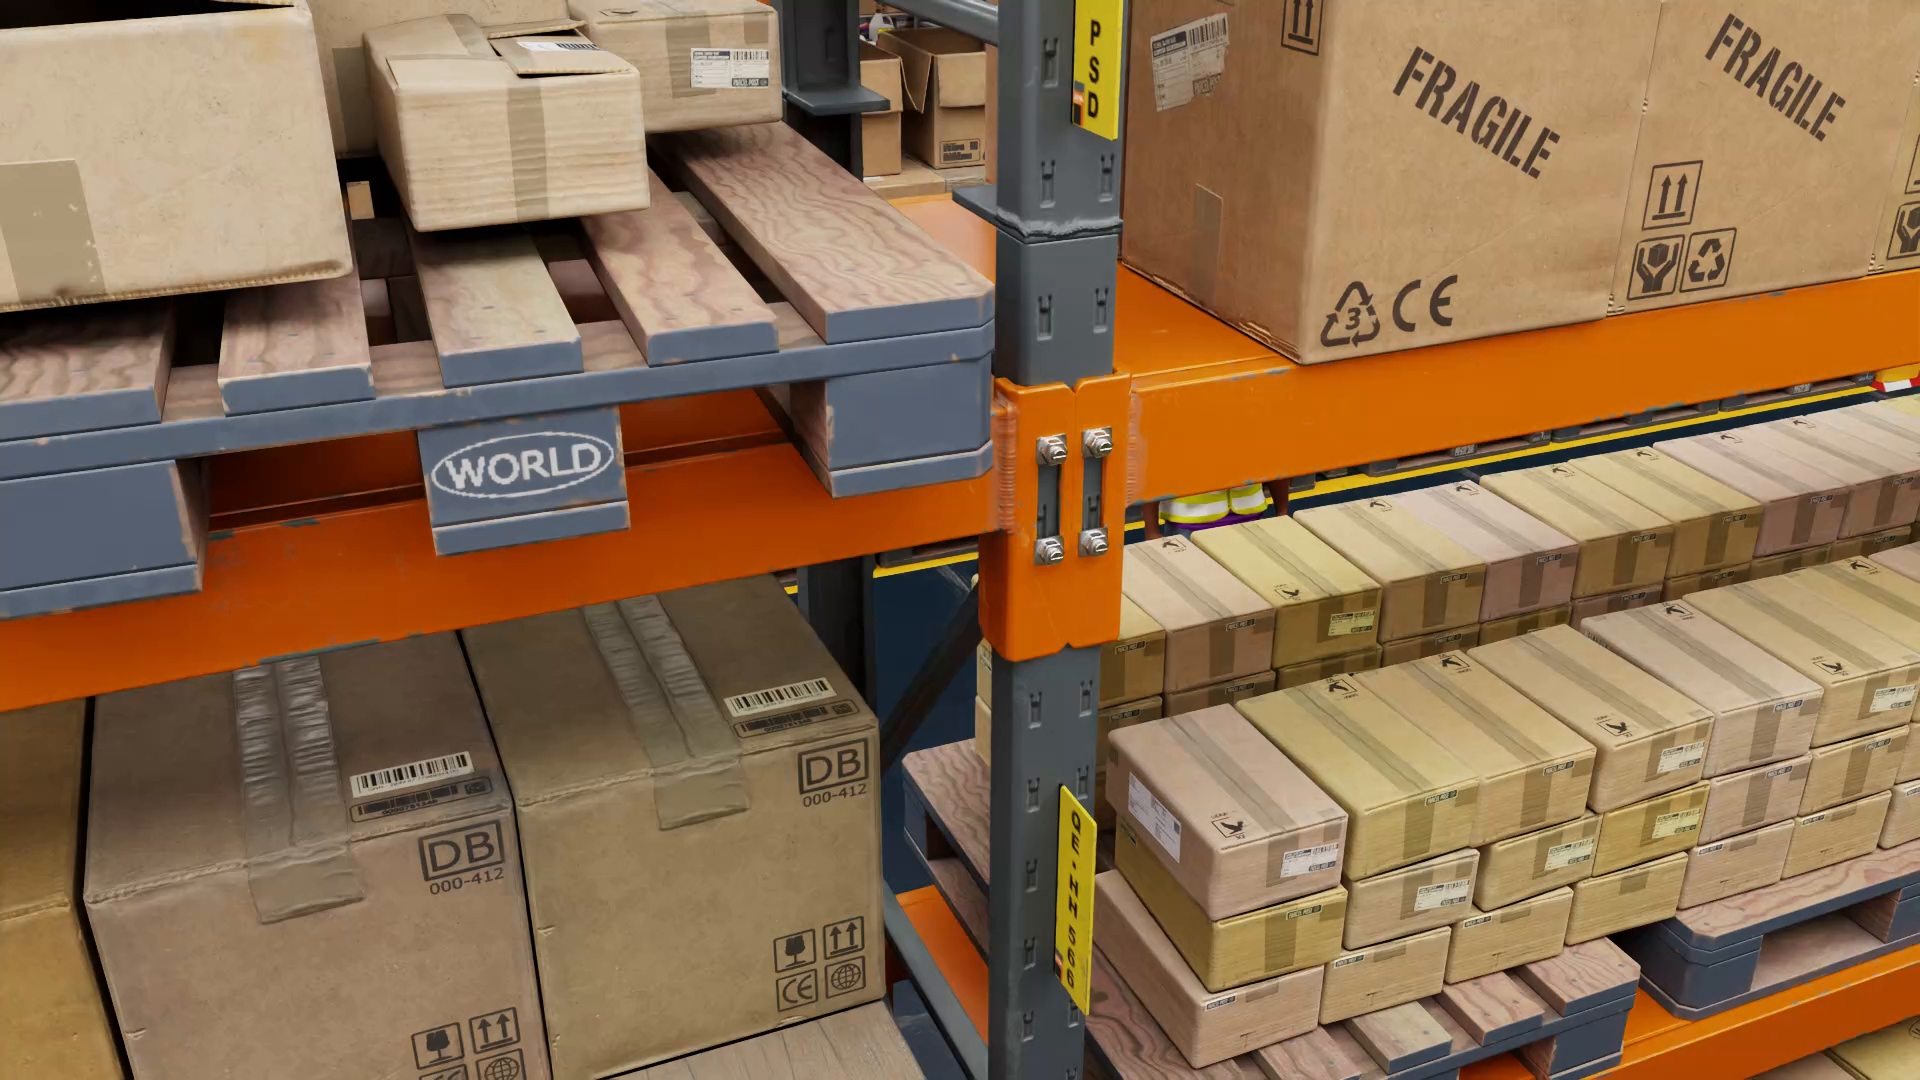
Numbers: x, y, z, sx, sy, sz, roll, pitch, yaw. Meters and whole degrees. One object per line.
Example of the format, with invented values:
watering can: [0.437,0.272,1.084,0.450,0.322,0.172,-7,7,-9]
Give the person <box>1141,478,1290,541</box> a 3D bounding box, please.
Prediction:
person: [0.961,-0.063,6.220,0.626,1.761,0.457,-10,28,-20]
